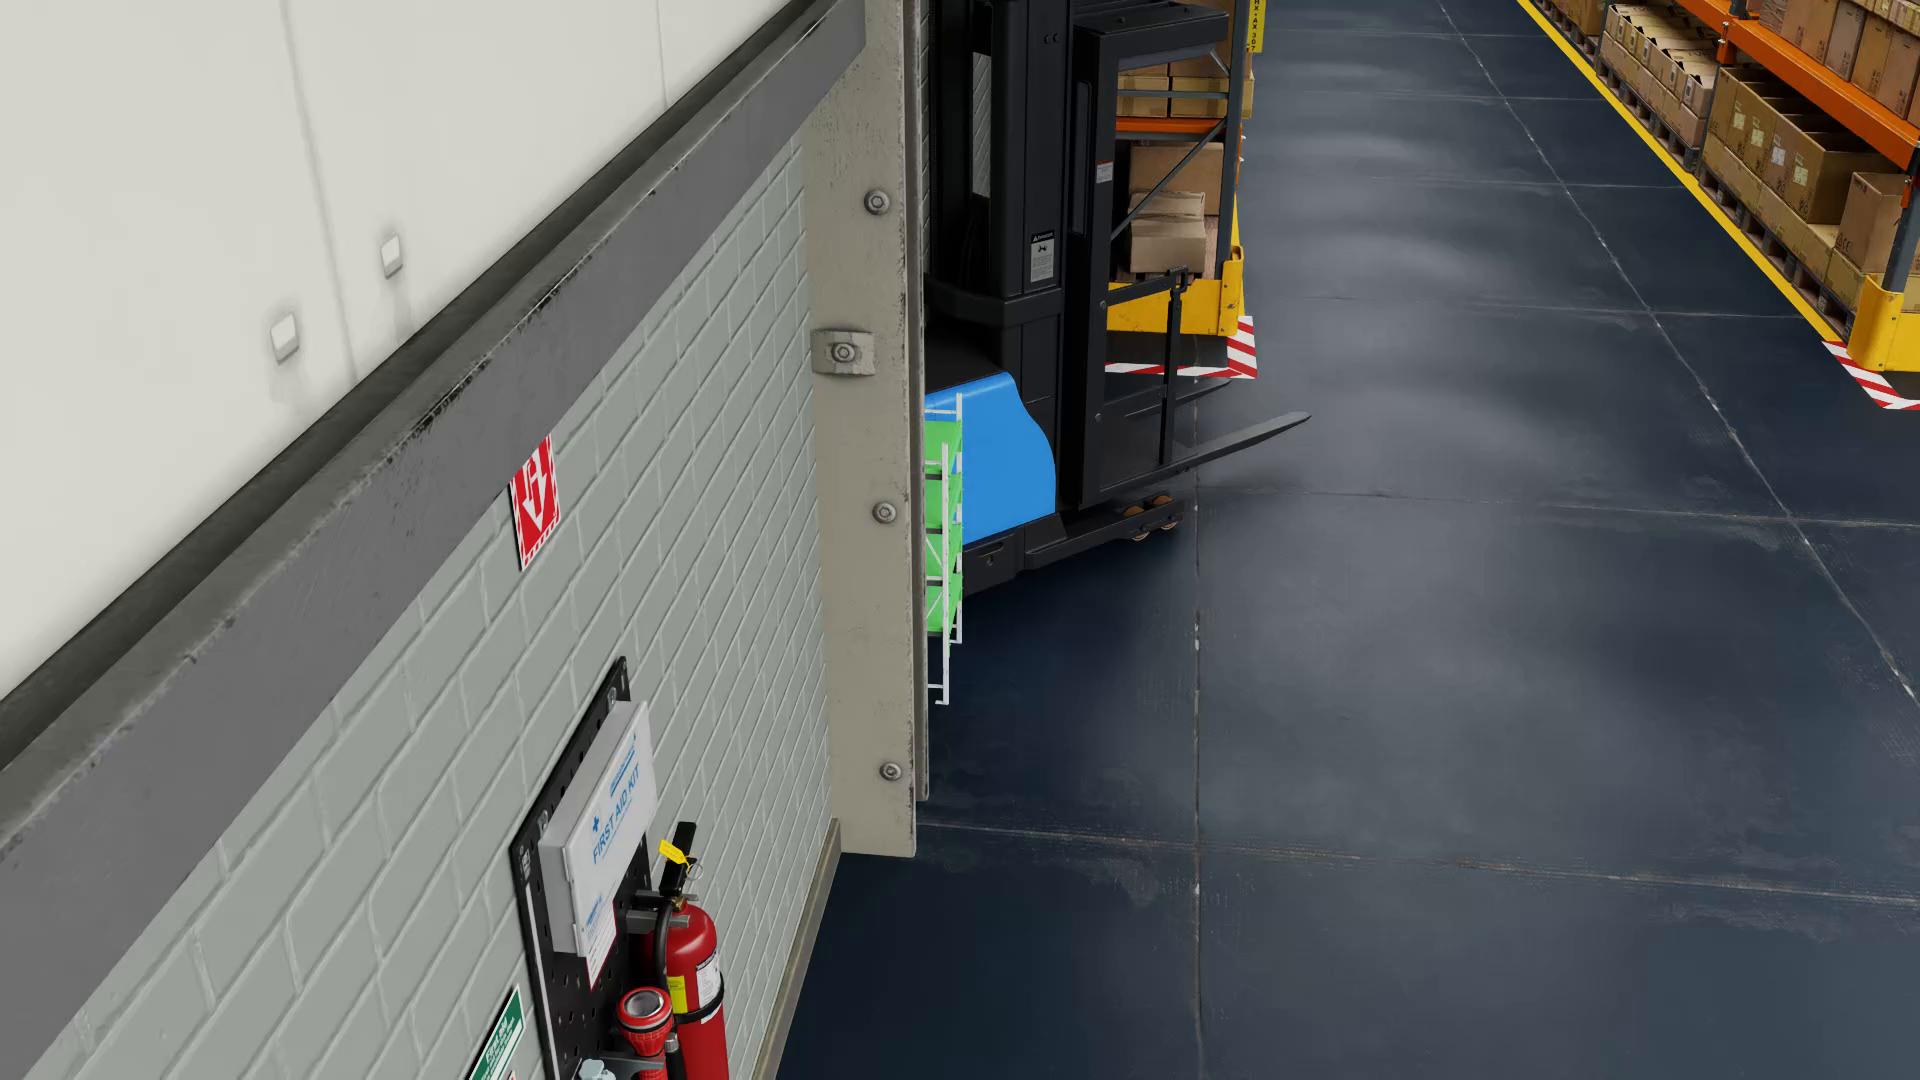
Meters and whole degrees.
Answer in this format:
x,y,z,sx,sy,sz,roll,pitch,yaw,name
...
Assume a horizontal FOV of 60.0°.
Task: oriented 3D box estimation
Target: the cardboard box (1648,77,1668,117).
x,y,z,sx,sy,sz,roll,pitch,yaw,name
6.507,-3.966,14.906,0.500,0.250,0.500,4,29,7,cardboard box

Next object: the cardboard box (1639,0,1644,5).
x,y,z,sx,sy,sz,roll,pitch,yaw,name
7.506,-5.722,17.880,0.500,0.500,0.500,2,28,4,cardboard box

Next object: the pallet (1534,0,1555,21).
x,y,z,sx,sy,sz,roll,pitch,yaw,name
7.536,-6.454,20.008,1.003,0.211,1.213,3,28,6,pallet

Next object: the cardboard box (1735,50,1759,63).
x,y,z,sx,sy,sz,roll,pitch,yaw,name
7.044,-4.182,14.714,0.500,0.311,0.500,2,28,5,cardboard box

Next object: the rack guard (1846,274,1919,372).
x,y,z,sx,sy,sz,roll,pitch,yaw,name
6.125,-1.307,10.148,1.175,0.500,0.348,3,28,6,rack guard

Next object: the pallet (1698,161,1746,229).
x,y,z,sx,sy,sz,roll,pitch,yaw,name
6.479,-2.702,13.042,1.003,0.211,1.213,3,28,6,pallet

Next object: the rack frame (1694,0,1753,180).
x,y,z,sx,sy,sz,roll,pitch,yaw,name
6.618,-4.301,13.071,1.000,3.000,0.127,3,28,6,rack frame

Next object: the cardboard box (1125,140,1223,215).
x,y,z,sx,sy,sz,roll,pitch,yaw,name
1.594,-2.729,12.324,0.700,0.500,0.500,2,28,3,cardboard box

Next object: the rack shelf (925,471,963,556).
x,y,z,sx,sy,sz,roll,pitch,yaw,name
-0.140,-0.118,6.833,0.258,0.148,0.480,3,28,6,rack shelf

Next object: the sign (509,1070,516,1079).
x,y,z,sx,sy,sz,roll,pitch,yaw,name
-0.808,1.140,2.934,0.001,0.329,0.234,3,28,6,sign

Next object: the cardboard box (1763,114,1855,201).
x,y,z,sx,sy,sz,roll,pitch,yaw,name
6.068,-2.699,11.764,0.500,0.500,0.500,3,28,6,cardboard box

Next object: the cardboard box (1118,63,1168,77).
x,y,z,sx,sy,sz,roll,pitch,yaw,name
1.057,-3.212,10.395,0.500,0.500,0.500,3,28,6,cardboard box

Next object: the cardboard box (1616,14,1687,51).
x,y,z,sx,sy,sz,roll,pitch,yaw,name
6.696,-4.928,16.100,0.500,0.311,0.500,3,28,5,cardboard box

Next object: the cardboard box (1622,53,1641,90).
x,y,z,sx,sy,sz,roll,pitch,yaw,name
6.634,-4.447,15.799,0.500,0.250,0.500,3,28,5,cardboard box

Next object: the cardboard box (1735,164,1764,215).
x,y,z,sx,sy,sz,roll,pitch,yaw,name
6.127,-2.605,12.379,0.500,0.250,0.500,3,28,6,cardboard box

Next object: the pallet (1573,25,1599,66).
x,y,z,sx,sy,sz,roll,pitch,yaw,name
7.237,-5.306,17.876,1.003,0.211,1.213,3,28,6,pallet

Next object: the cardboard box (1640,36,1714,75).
x,y,z,sx,sy,sz,roll,pitch,yaw,name
6.569,-4.446,15.205,0.500,0.311,0.500,3,28,6,cardboard box

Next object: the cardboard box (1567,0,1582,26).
x,y,z,sx,sy,sz,roll,pitch,yaw,name
7.053,-5.975,18.349,0.500,0.500,0.500,2,28,4,cardboard box

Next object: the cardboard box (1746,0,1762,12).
x,y,z,sx,sy,sz,roll,pitch,yaw,name
6.635,-4.470,13.542,0.500,0.250,0.500,5,29,9,cardboard box

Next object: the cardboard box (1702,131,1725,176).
x,y,z,sx,sy,sz,roll,pitch,yaw,name
6.260,-3.075,13.251,0.500,0.250,0.500,3,28,6,cardboard box

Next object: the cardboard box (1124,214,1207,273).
x,y,z,sx,sy,sz,roll,pitch,yaw,name
1.385,-2.035,11.236,0.500,0.311,0.500,0,28,0,cardboard box

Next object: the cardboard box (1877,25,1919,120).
x,y,z,sx,sy,sz,roll,pitch,yaw,name
6.257,-2.929,10.418,0.700,0.500,0.500,4,29,8,cardboard box

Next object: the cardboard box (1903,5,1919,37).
x,y,z,sx,sy,sz,roll,pitch,yaw,name
6.047,-3.183,10.205,0.380,0.149,0.250,3,28,5,cardboard box

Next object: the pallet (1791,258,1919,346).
x,y,z,sx,sy,sz,roll,pitch,yaw,name
6.180,-1.553,10.910,1.003,0.211,1.213,3,28,6,pallet

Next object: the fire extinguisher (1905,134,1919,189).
x,y,z,sx,sy,sz,roll,pitch,yaw,name
5.652,-2.356,9.542,0.296,0.674,0.183,3,28,6,fire extinguisher

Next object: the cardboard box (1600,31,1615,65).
x,y,z,sx,sy,sz,roll,pitch,yaw,name
6.752,-4.929,16.693,0.500,0.250,0.500,3,28,6,cardboard box

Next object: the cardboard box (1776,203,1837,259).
x,y,z,sx,sy,sz,roll,pitch,yaw,name
6.009,-2.134,11.505,0.500,0.250,0.500,3,28,6,cardboard box

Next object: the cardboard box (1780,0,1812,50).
x,y,z,sx,sy,sz,roll,pitch,yaw,name
6.511,-3.887,12.198,0.700,0.500,0.500,3,28,6,cardboard box

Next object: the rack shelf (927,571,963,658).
x,y,z,sx,sy,sz,roll,pitch,yaw,name
-0.140,0.304,7.061,0.258,0.148,0.480,3,28,6,rack shelf

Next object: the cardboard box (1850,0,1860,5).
x,y,z,sx,sy,sz,roll,pitch,yaw,name
6.173,-3.669,11.109,0.380,0.149,0.250,3,28,5,cardboard box

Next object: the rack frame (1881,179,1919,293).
x,y,z,sx,sy,sz,roll,pitch,yaw,name
6.127,-2.418,9.576,1.000,3.000,0.127,3,28,6,rack frame

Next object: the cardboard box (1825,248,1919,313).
x,y,z,sx,sy,sz,roll,pitch,yaw,name
5.900,-1.662,10.629,0.500,0.250,0.500,3,28,6,cardboard box

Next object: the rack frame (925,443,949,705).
x,y,z,sx,sy,sz,roll,pitch,yaw,name
-0.168,0.152,6.704,0.240,1.200,0.015,3,28,6,rack frame

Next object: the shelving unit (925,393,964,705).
x,y,z,sx,sy,sz,roll,pitch,yaw,name
-0.140,0.037,6.917,0.258,1.200,0.503,3,28,6,shelving unit

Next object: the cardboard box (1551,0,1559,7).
x,y,z,sx,sy,sz,roll,pitch,yaw,name
7.174,-6.460,19.250,0.500,0.500,0.500,4,29,7,cardboard box

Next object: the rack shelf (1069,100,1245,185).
x,y,z,sx,sy,sz,roll,pitch,yaw,name
1.456,-3.329,12.026,1.077,0.370,4.000,3,28,6,rack shelf

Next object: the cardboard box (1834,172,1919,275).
x,y,z,sx,sy,sz,roll,pitch,yaw,name
5.898,-1.993,10.452,0.500,0.500,0.500,3,28,6,cardboard box

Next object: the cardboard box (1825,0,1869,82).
x,y,z,sx,sy,sz,roll,pitch,yaw,name
6.384,-3.410,11.312,0.700,0.500,0.500,4,29,8,cardboard box

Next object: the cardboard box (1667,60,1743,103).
x,y,z,sx,sy,sz,roll,pitch,yaw,name
6.440,-3.975,14.331,0.500,0.311,0.500,4,29,8,cardboard box

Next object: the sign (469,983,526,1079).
x,y,z,sx,sy,sz,roll,pitch,yaw,name
-0.799,0.905,2.812,0.001,0.109,0.331,3,28,6,sign

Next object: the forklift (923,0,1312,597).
x,y,z,sx,sy,sz,roll,pitch,yaw,name
0.503,-1.469,7.887,3.031,2.935,1.130,-20,34,-32,forklift

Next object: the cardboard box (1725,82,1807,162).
x,y,z,sx,sy,sz,roll,pitch,yaw,name
6.197,-3.170,12.637,0.500,0.500,0.500,3,28,6,cardboard box

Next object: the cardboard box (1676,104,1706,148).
x,y,z,sx,sy,sz,roll,pitch,yaw,name
6.381,-3.488,14.017,0.500,0.250,0.500,3,28,6,cardboard box

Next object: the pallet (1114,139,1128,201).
x,y,z,sx,sy,sz,roll,pitch,yaw,name
1.654,-3.042,13.673,1.003,0.211,1.213,3,28,6,pallet

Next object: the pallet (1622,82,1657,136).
x,y,z,sx,sy,sz,roll,pitch,yaw,name
6.816,-3.999,15.450,1.003,0.211,1.213,3,28,6,pallet

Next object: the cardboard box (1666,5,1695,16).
x,y,z,sx,sy,sz,roll,pitch,yaw,name
7.288,-5.144,16.502,0.500,0.311,0.500,4,29,8,cardboard box

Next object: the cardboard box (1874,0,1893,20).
x,y,z,sx,sy,sz,roll,pitch,yaw,name
6.112,-3.424,10.655,0.380,0.149,0.250,4,29,8,cardboard box

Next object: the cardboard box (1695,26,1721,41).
x,y,z,sx,sy,sz,roll,pitch,yaw,name
7.166,-4.662,15.606,0.500,0.311,0.500,3,28,6,cardboard box

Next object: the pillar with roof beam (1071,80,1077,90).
x,y,z,sx,sy,sz,roll,pitch,yaw,name
5.446,-8.299,14.168,9.100,9.000,0.400,3,28,6,pillar with roof beam
